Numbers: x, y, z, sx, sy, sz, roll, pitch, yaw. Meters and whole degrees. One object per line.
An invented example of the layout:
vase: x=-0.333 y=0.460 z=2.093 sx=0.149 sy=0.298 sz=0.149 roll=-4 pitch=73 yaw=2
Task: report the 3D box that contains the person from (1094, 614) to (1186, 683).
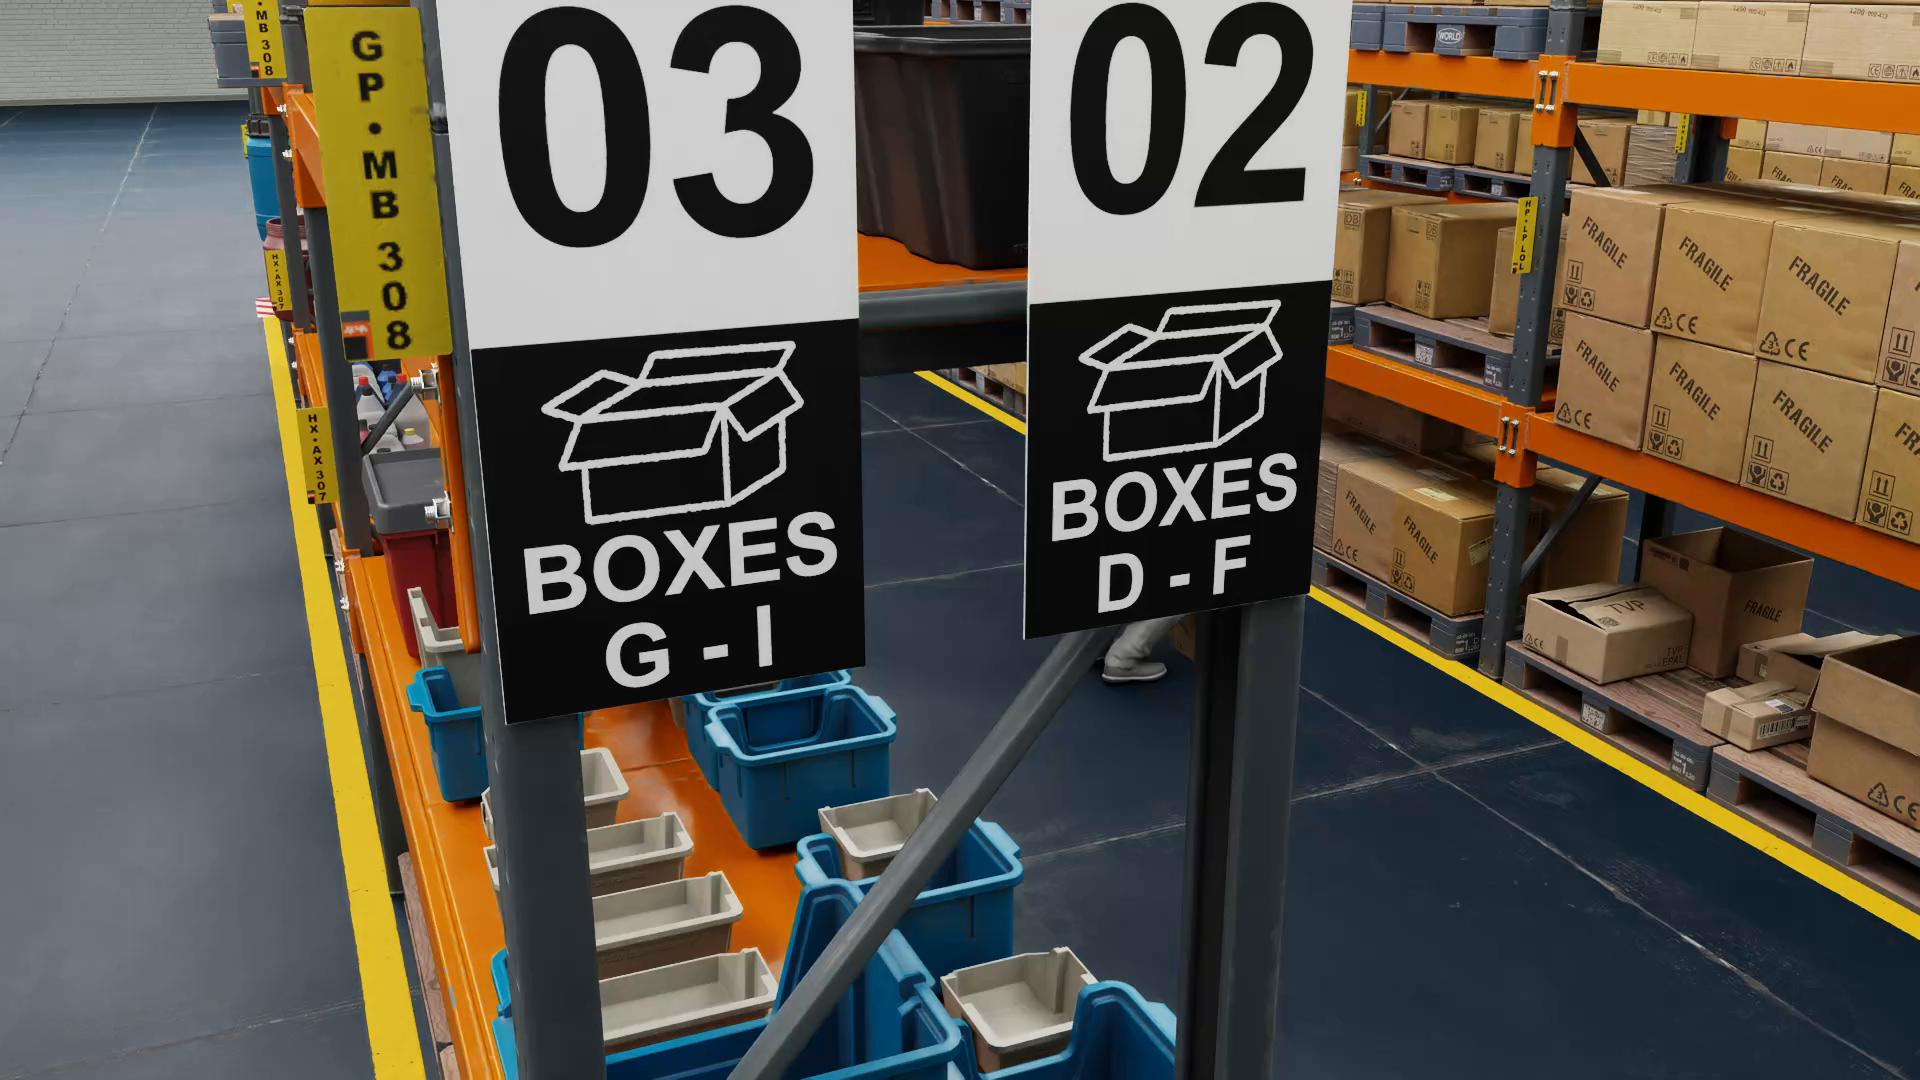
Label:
person: x=0.926 y=0.169 z=7.902 sx=1.028 sy=0.913 sz=0.543 roll=-9 pitch=21 yaw=-24
